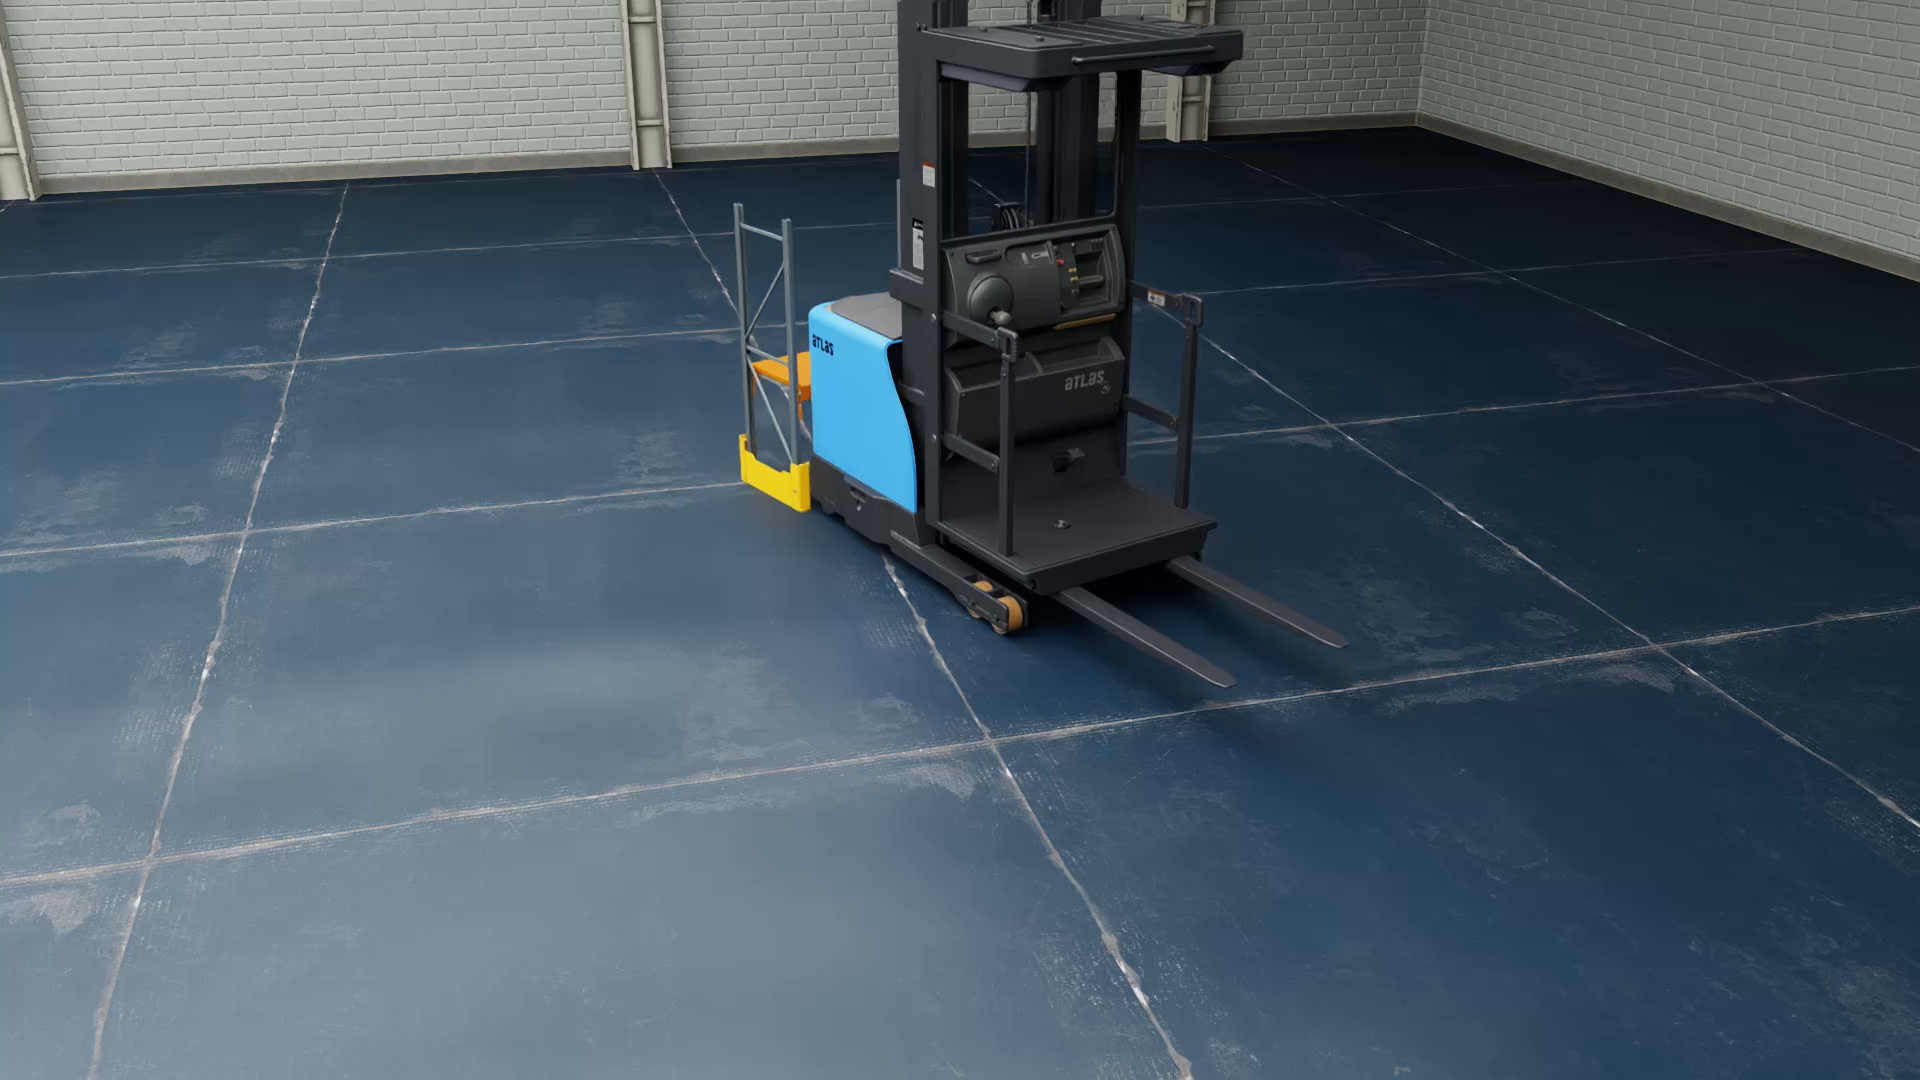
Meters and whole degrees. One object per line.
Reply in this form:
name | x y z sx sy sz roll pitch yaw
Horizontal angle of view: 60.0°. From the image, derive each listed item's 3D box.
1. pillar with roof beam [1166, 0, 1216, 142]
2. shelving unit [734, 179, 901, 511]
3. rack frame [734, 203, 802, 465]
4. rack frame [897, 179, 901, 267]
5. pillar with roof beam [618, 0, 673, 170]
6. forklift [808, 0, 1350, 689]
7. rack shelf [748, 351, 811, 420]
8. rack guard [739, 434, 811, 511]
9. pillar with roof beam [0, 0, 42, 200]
pillar with roof beam | 3.726 -7.039 13.242 0.400 9.000 9.100 -6 24 -14
shelving unit | -0.586 -1.058 8.814 1.083 1.500 0.587 -17 28 -34
rack frame | -0.980 -0.938 8.533 0.032 1.500 0.500 -17 28 -34
rack frame | -0.177 -1.183 9.106 0.032 1.500 0.500 -17 28 -34
pillar with roof beam | -2.051 -6.400 11.753 0.400 9.000 9.100 -6 24 -14
forklift | 0.463 -1.147 7.206 1.130 2.935 3.031 -15 27 -30
rack shelf | -0.578 -0.895 8.890 1.000 0.185 0.538 -17 28 -34
rack guard | -0.979 -0.364 8.780 0.087 0.250 0.587 -17 28 -34
pillar with roof beam | -7.828 -5.761 10.264 0.400 9.000 9.100 -6 24 -14
